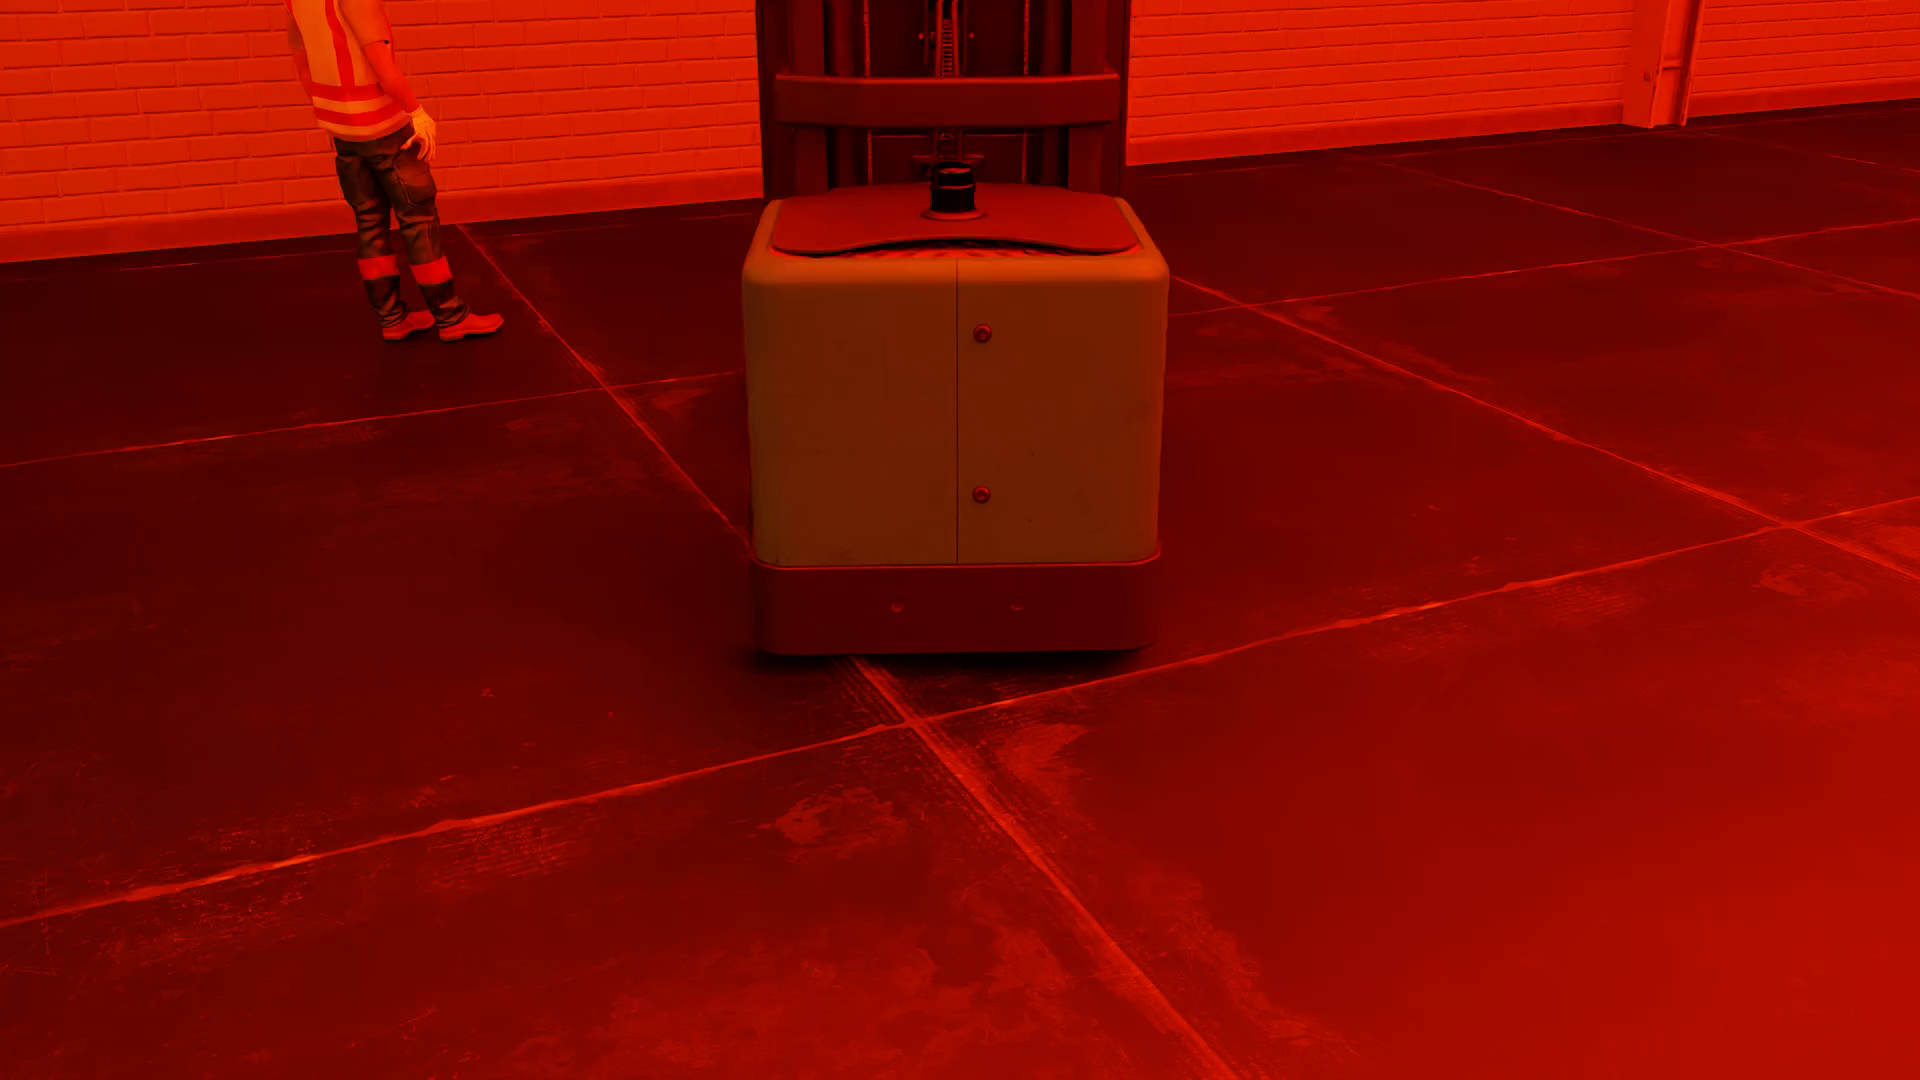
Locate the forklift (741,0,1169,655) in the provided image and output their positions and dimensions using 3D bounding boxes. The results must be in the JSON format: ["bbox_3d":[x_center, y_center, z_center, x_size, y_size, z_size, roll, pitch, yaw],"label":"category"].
[{"bbox_3d":[-0.057,-1.580,5.090,1.130,2.935,3.031,-1,23,-2],"label":"forklift"}]

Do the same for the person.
[{"bbox_3d":[-2.385,-1.726,6.911,0.638,1.787,0.566,14,26,30],"label":"person"}]
